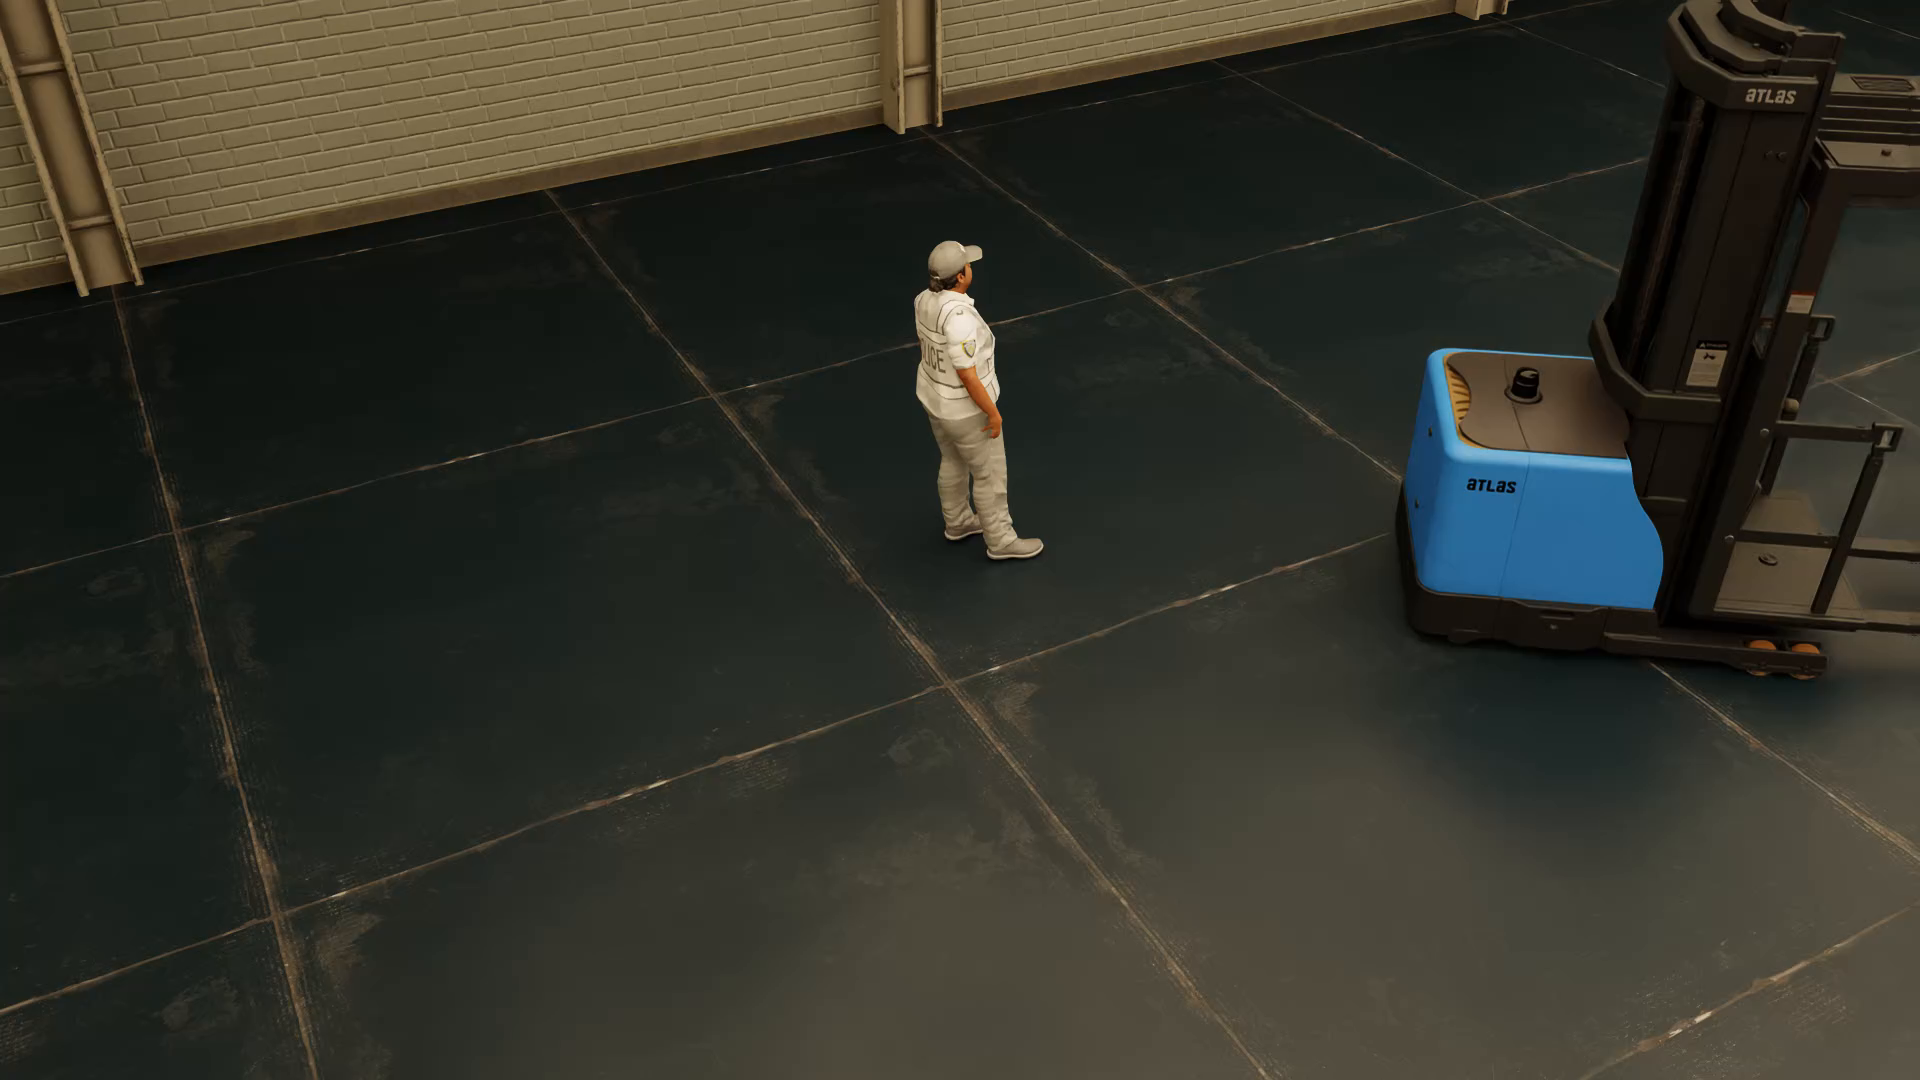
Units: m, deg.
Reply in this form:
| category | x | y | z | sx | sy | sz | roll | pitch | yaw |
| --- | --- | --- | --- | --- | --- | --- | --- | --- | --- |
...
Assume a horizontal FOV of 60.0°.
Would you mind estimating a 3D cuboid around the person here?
| category | x | y | z | sx | sy | sz | roll | pitch | yaw |
| --- | --- | --- | --- | --- | --- | --- | --- | --- | --- |
| person | 0.078 | -0.695 | 8.190 | 0.529 | 1.670 | 0.598 | -17 | 39 | -23 |

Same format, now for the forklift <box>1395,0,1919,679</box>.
| category | x | y | z | sx | sy | sz | roll | pitch | yaw |
| --- | --- | --- | --- | --- | --- | --- | --- | --- | --- |
| forklift | 3.713 | -0.877 | 7.364 | 3.031 | 2.935 | 1.130 | 5 | 36 | 6 |
